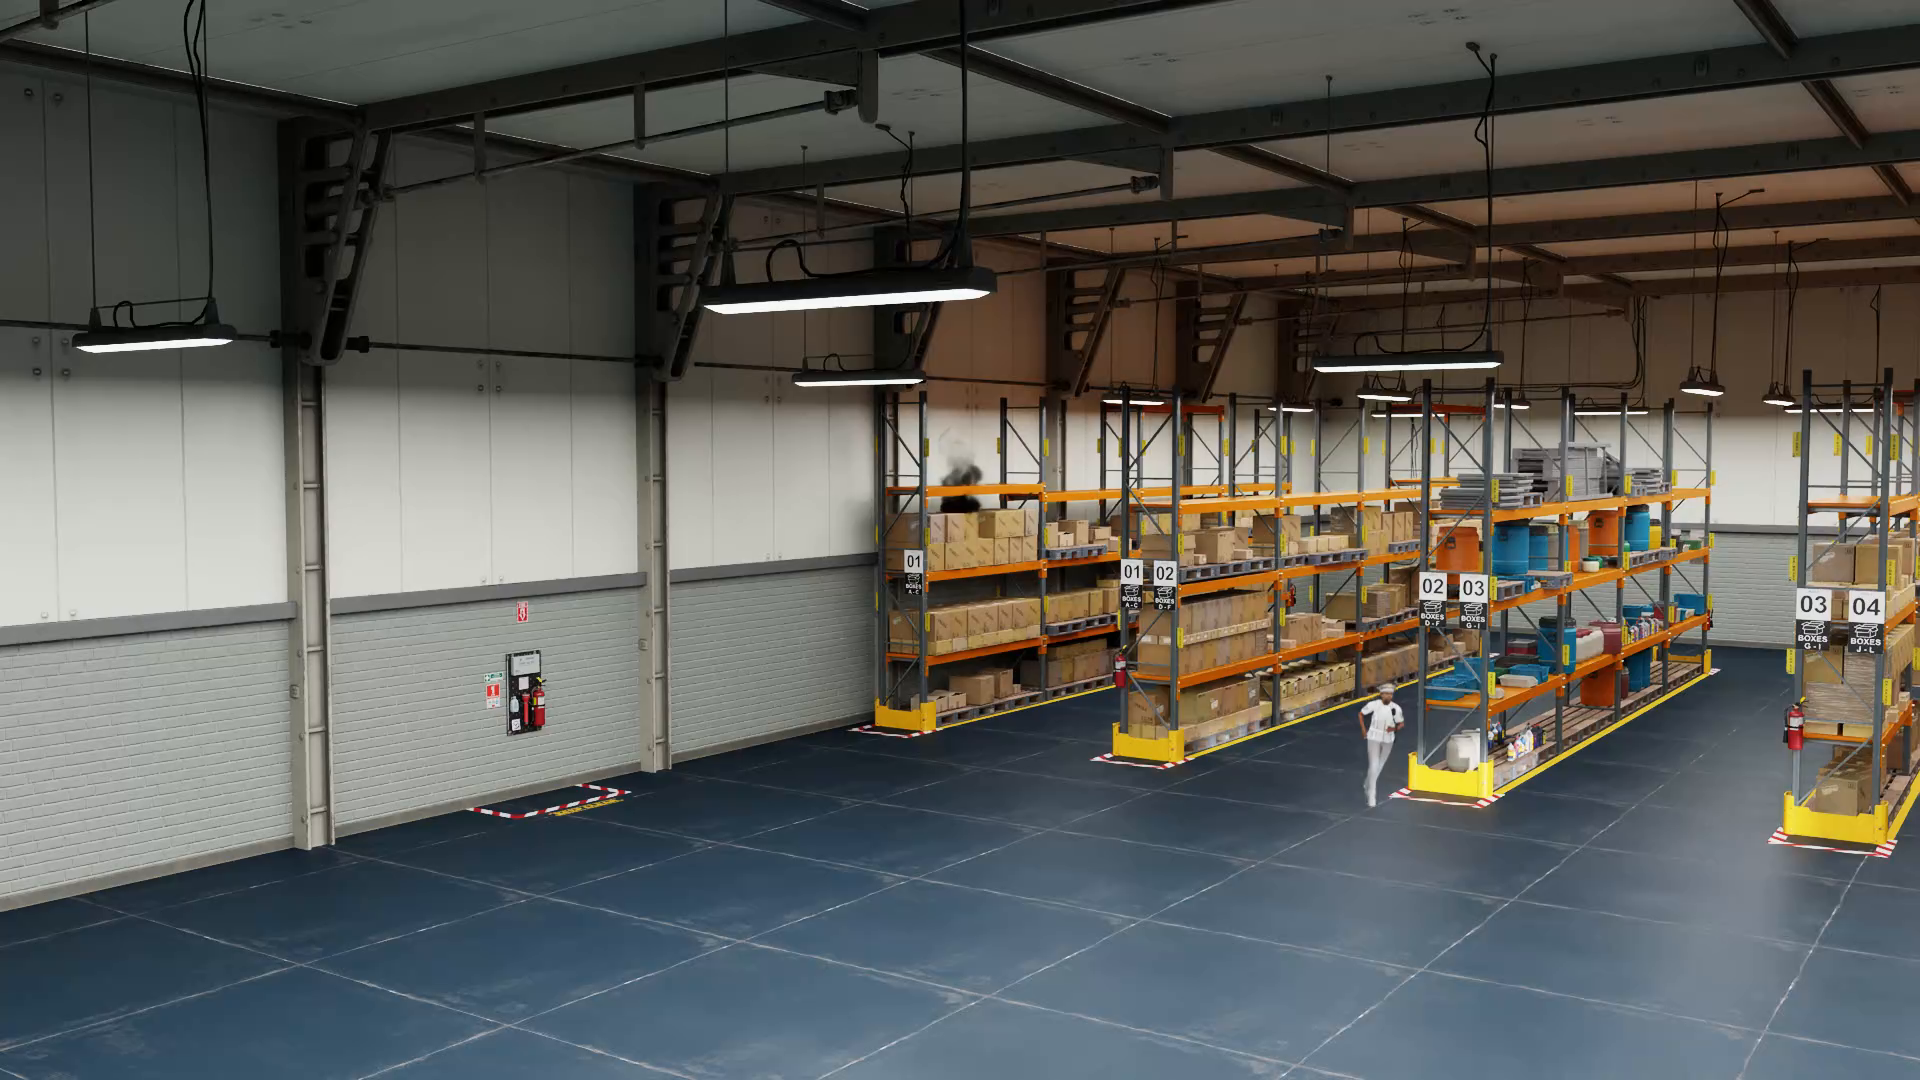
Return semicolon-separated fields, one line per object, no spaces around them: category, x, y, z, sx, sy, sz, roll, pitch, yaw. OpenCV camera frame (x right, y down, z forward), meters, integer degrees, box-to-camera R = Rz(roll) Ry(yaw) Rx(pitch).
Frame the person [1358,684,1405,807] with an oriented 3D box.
person;5.964;2.882;23.522;0.608;1.748;0.780;0;3;-1
